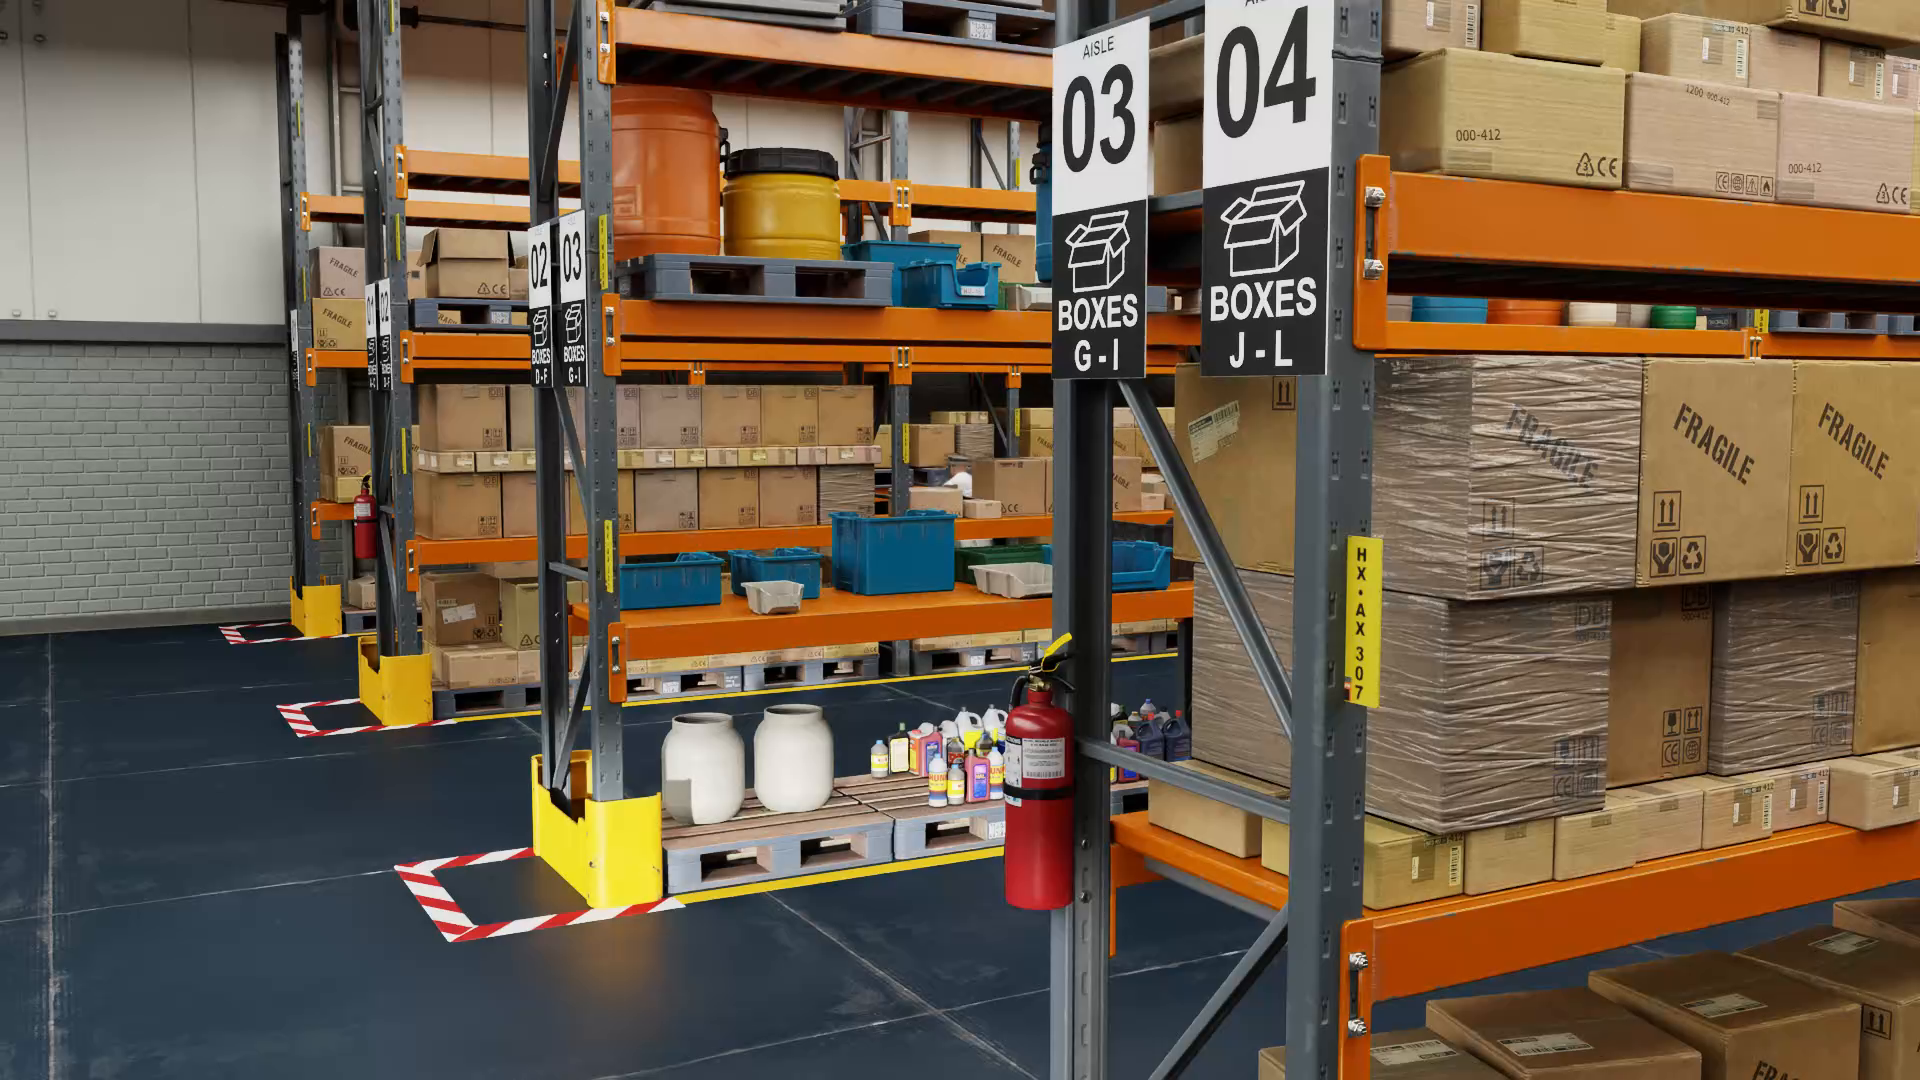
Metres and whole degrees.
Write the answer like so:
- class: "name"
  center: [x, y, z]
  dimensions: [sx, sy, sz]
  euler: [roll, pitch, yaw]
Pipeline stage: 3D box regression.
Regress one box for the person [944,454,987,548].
- class: "person"
  center: [0.030, -0.081, 18.370]
  dimensions: [0.483, 1.720, 0.607]
  euler: [-3, 6, -30]
